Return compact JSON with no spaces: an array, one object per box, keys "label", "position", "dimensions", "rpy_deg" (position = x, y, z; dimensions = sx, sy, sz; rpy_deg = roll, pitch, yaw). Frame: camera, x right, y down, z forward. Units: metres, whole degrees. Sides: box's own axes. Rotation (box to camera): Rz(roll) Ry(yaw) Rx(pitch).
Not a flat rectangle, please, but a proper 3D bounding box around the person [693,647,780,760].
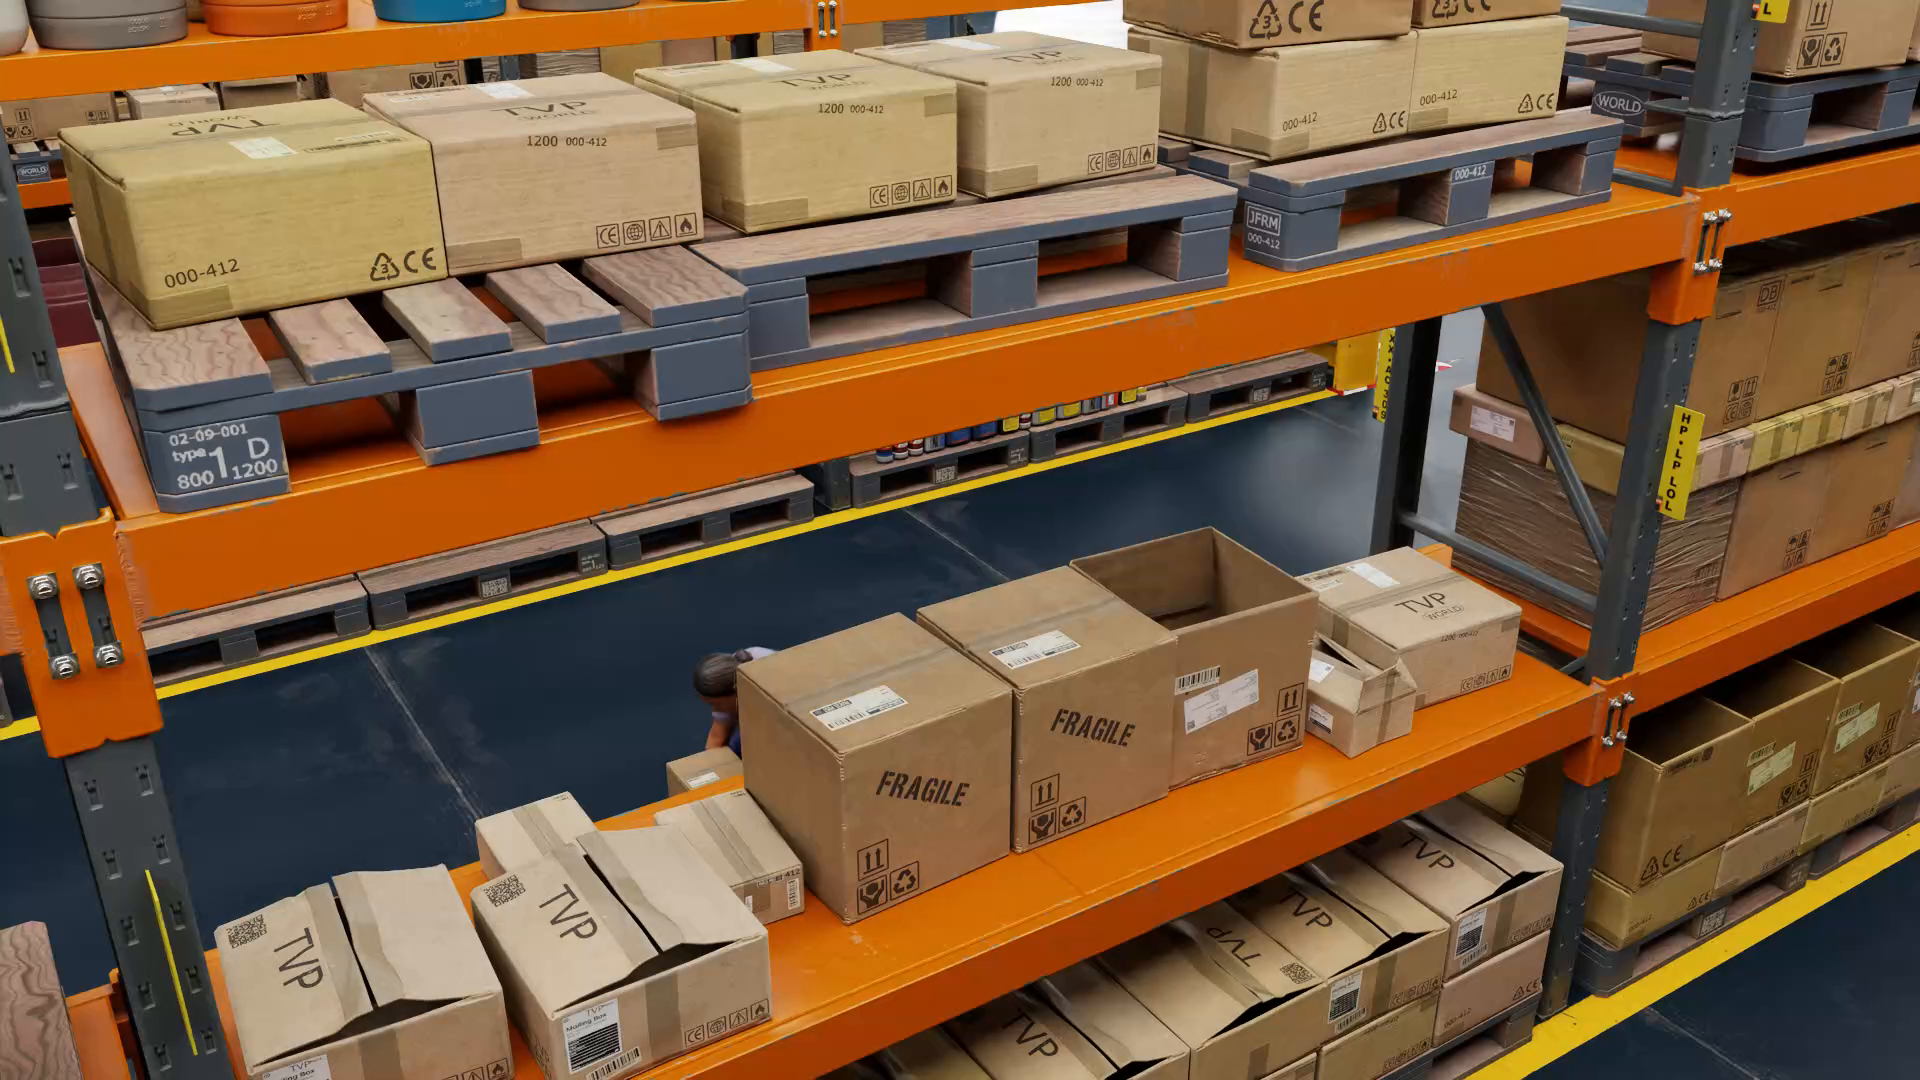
[{"label":"person","position":[-0.668,0.756,6.359],"dimensions":[0.828,0.951,0.499],"rpy_deg":[-16,30,-31]}]
